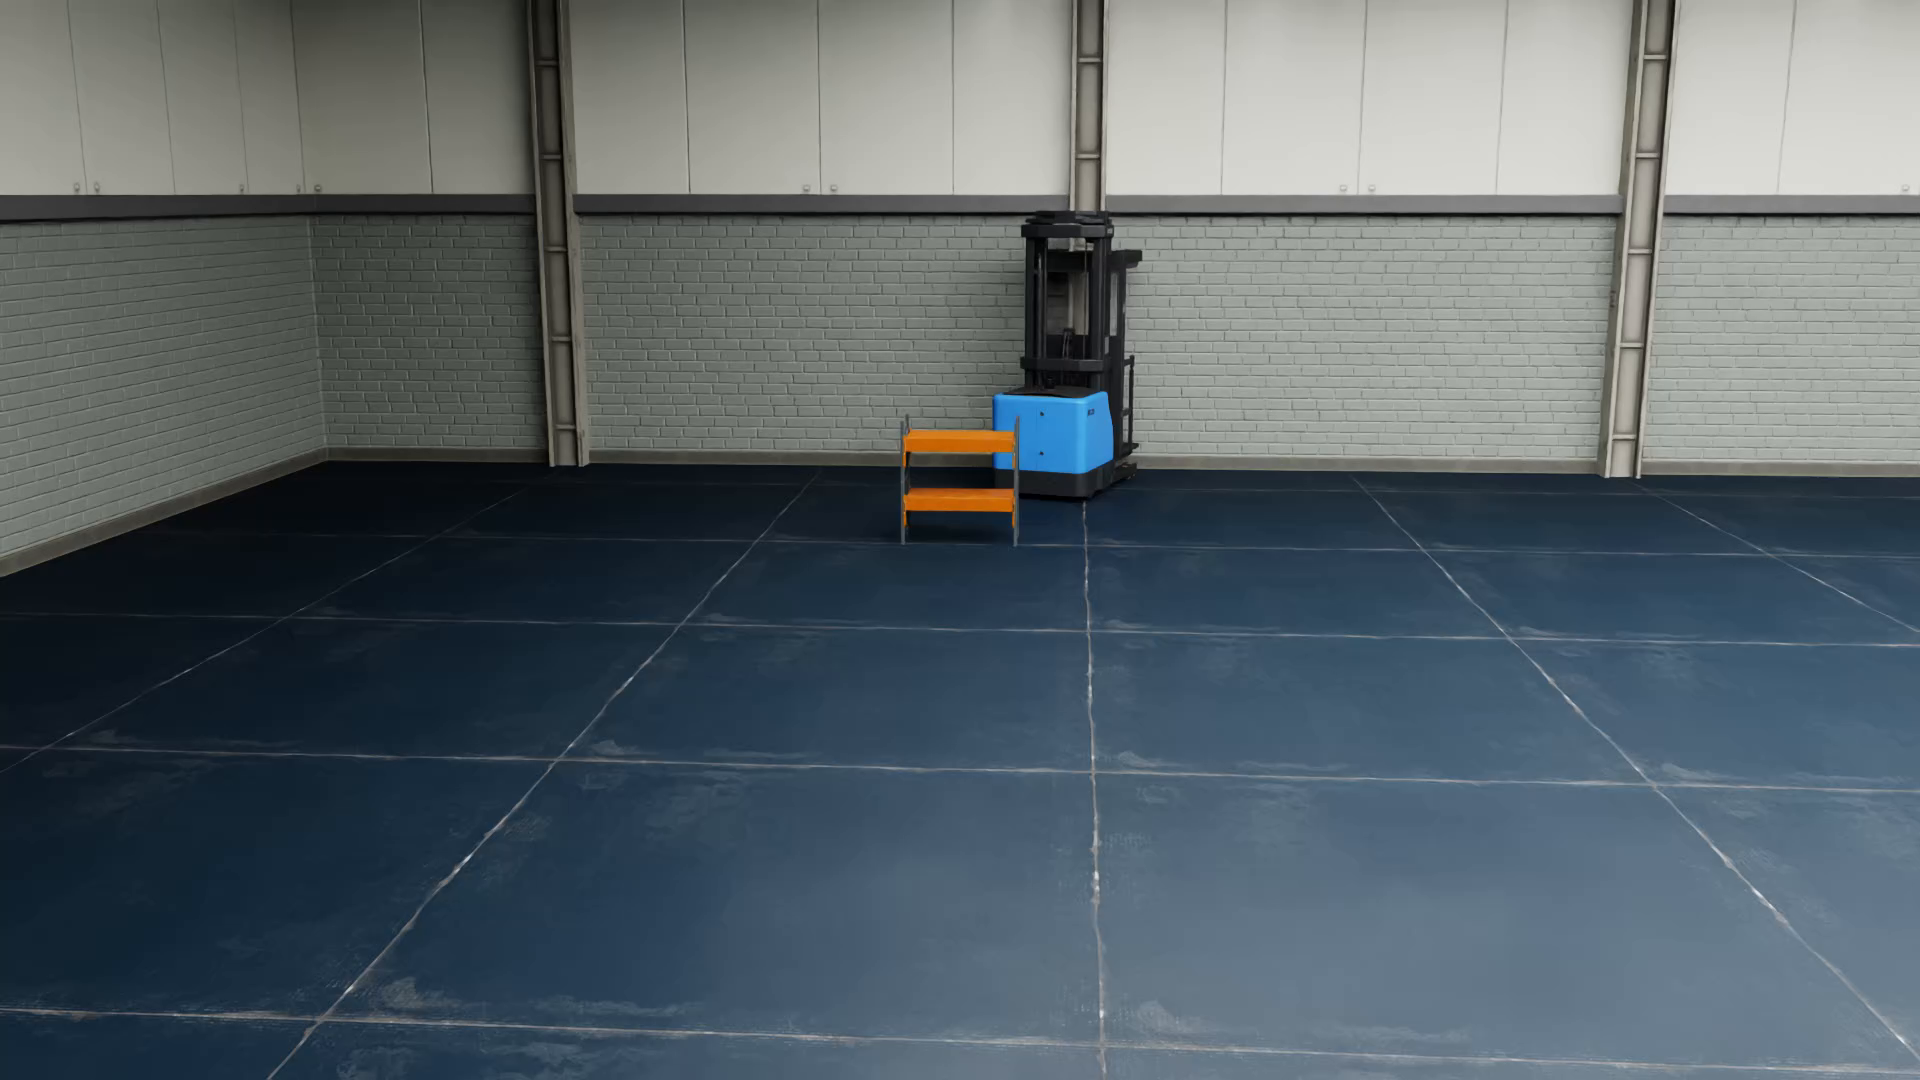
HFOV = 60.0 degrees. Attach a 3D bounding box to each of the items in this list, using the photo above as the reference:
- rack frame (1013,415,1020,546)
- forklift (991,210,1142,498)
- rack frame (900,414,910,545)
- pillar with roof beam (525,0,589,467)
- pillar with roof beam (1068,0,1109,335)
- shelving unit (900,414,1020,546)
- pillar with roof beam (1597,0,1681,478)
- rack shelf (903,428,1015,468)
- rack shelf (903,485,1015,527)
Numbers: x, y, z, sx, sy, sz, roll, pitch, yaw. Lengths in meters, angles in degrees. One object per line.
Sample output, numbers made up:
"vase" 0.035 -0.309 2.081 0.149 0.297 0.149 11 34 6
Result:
"rack frame" 0.514 -0.544 15.101 0.032 1.125 0.500 1 12 4
"forklift" 1.340 -2.125 18.253 1.130 2.935 3.031 5 13 21
"rack frame" -0.500 -0.557 15.168 0.032 1.125 0.500 1 12 4
"pillar with roof beam" -4.860 -4.410 14.355 0.400 9.000 9.100 1 12 4
"pillar with roof beam" 1.127 -4.328 13.963 0.400 9.000 9.100 1 12 4
"shelving unit" 0.007 -0.550 15.134 1.048 1.125 0.538 1 12 4
"pillar with roof beam" 7.113 -4.246 13.570 0.400 9.000 9.100 1 12 4
"rack shelf" 0.007 -0.837 15.074 1.000 0.278 0.538 1 12 4
"rack shelf" 0.007 -0.311 15.184 1.000 0.278 0.538 1 12 4
